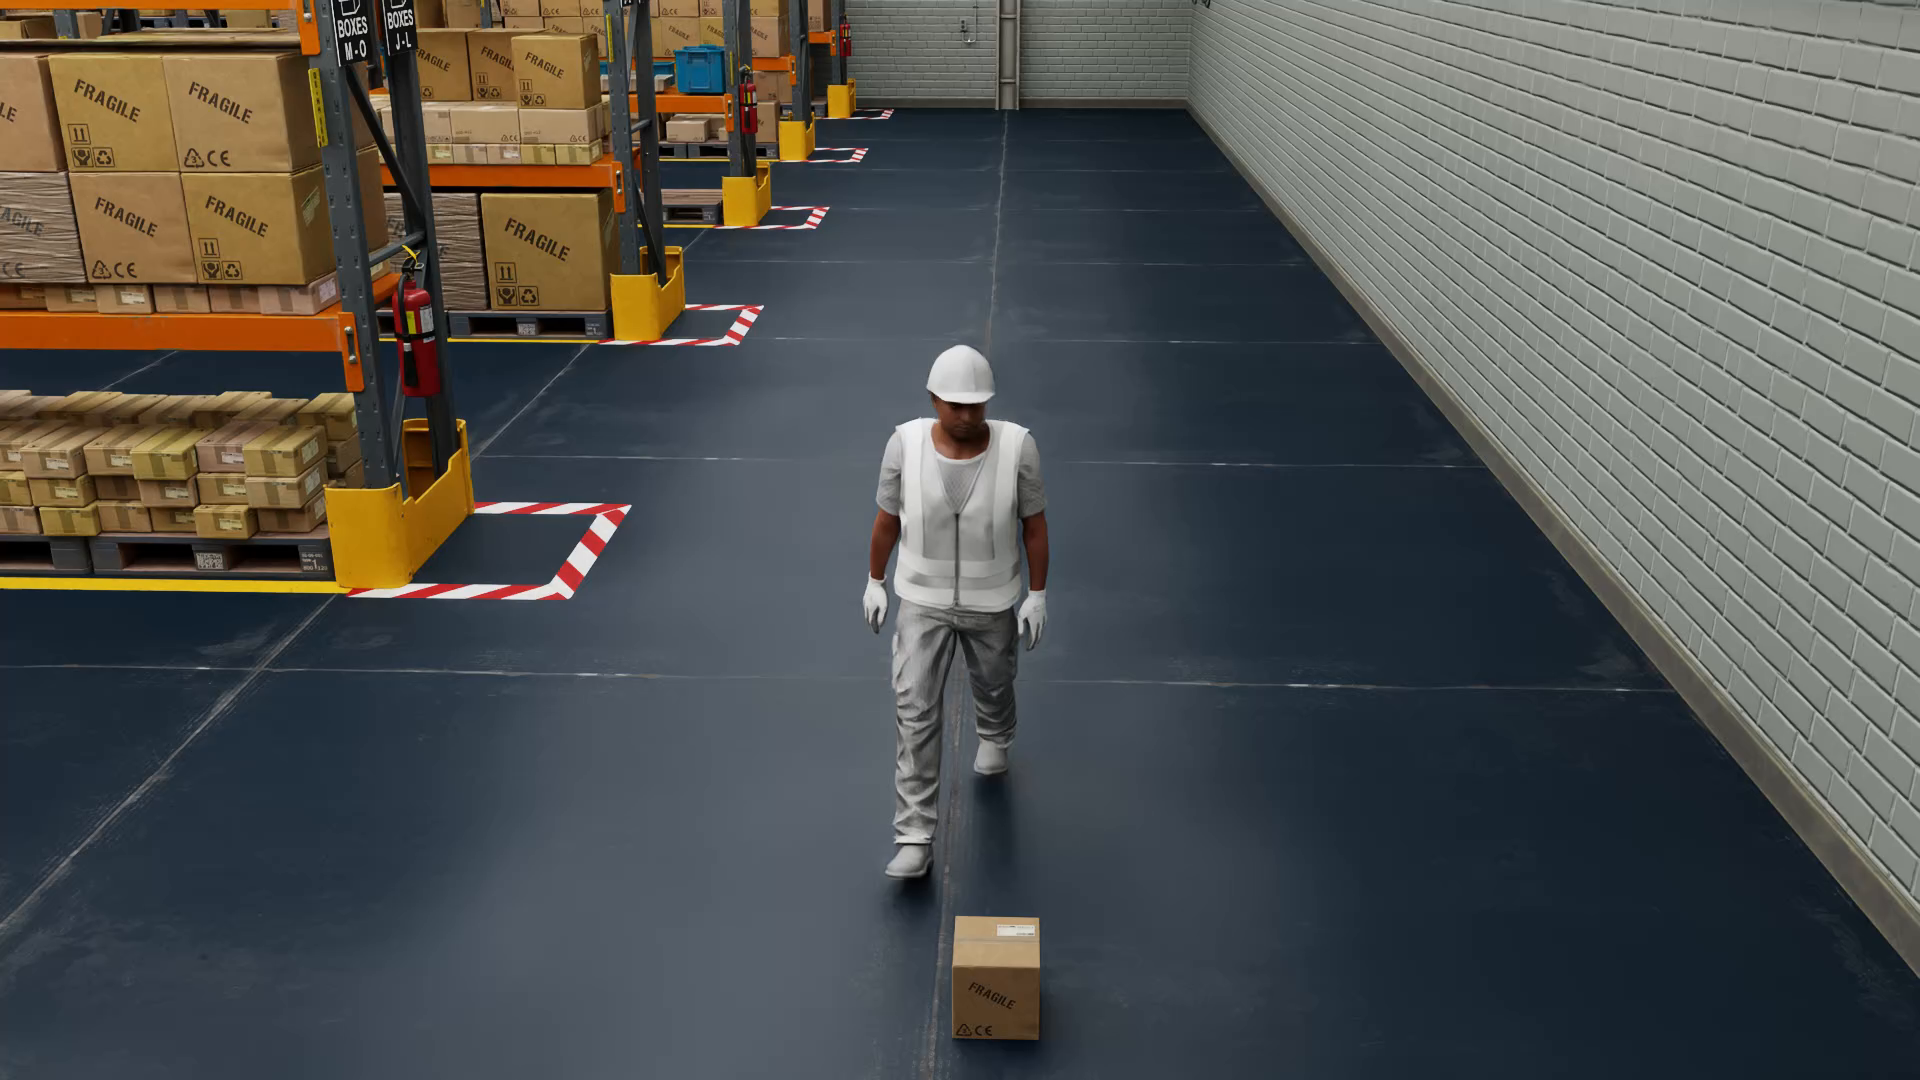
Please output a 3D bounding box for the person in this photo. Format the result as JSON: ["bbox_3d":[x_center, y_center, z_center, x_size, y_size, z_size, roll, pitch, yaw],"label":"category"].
[{"bbox_3d":[-0.019,-0.124,5.444,0.628,1.066,0.403,0,21,0],"label":"person"}]
